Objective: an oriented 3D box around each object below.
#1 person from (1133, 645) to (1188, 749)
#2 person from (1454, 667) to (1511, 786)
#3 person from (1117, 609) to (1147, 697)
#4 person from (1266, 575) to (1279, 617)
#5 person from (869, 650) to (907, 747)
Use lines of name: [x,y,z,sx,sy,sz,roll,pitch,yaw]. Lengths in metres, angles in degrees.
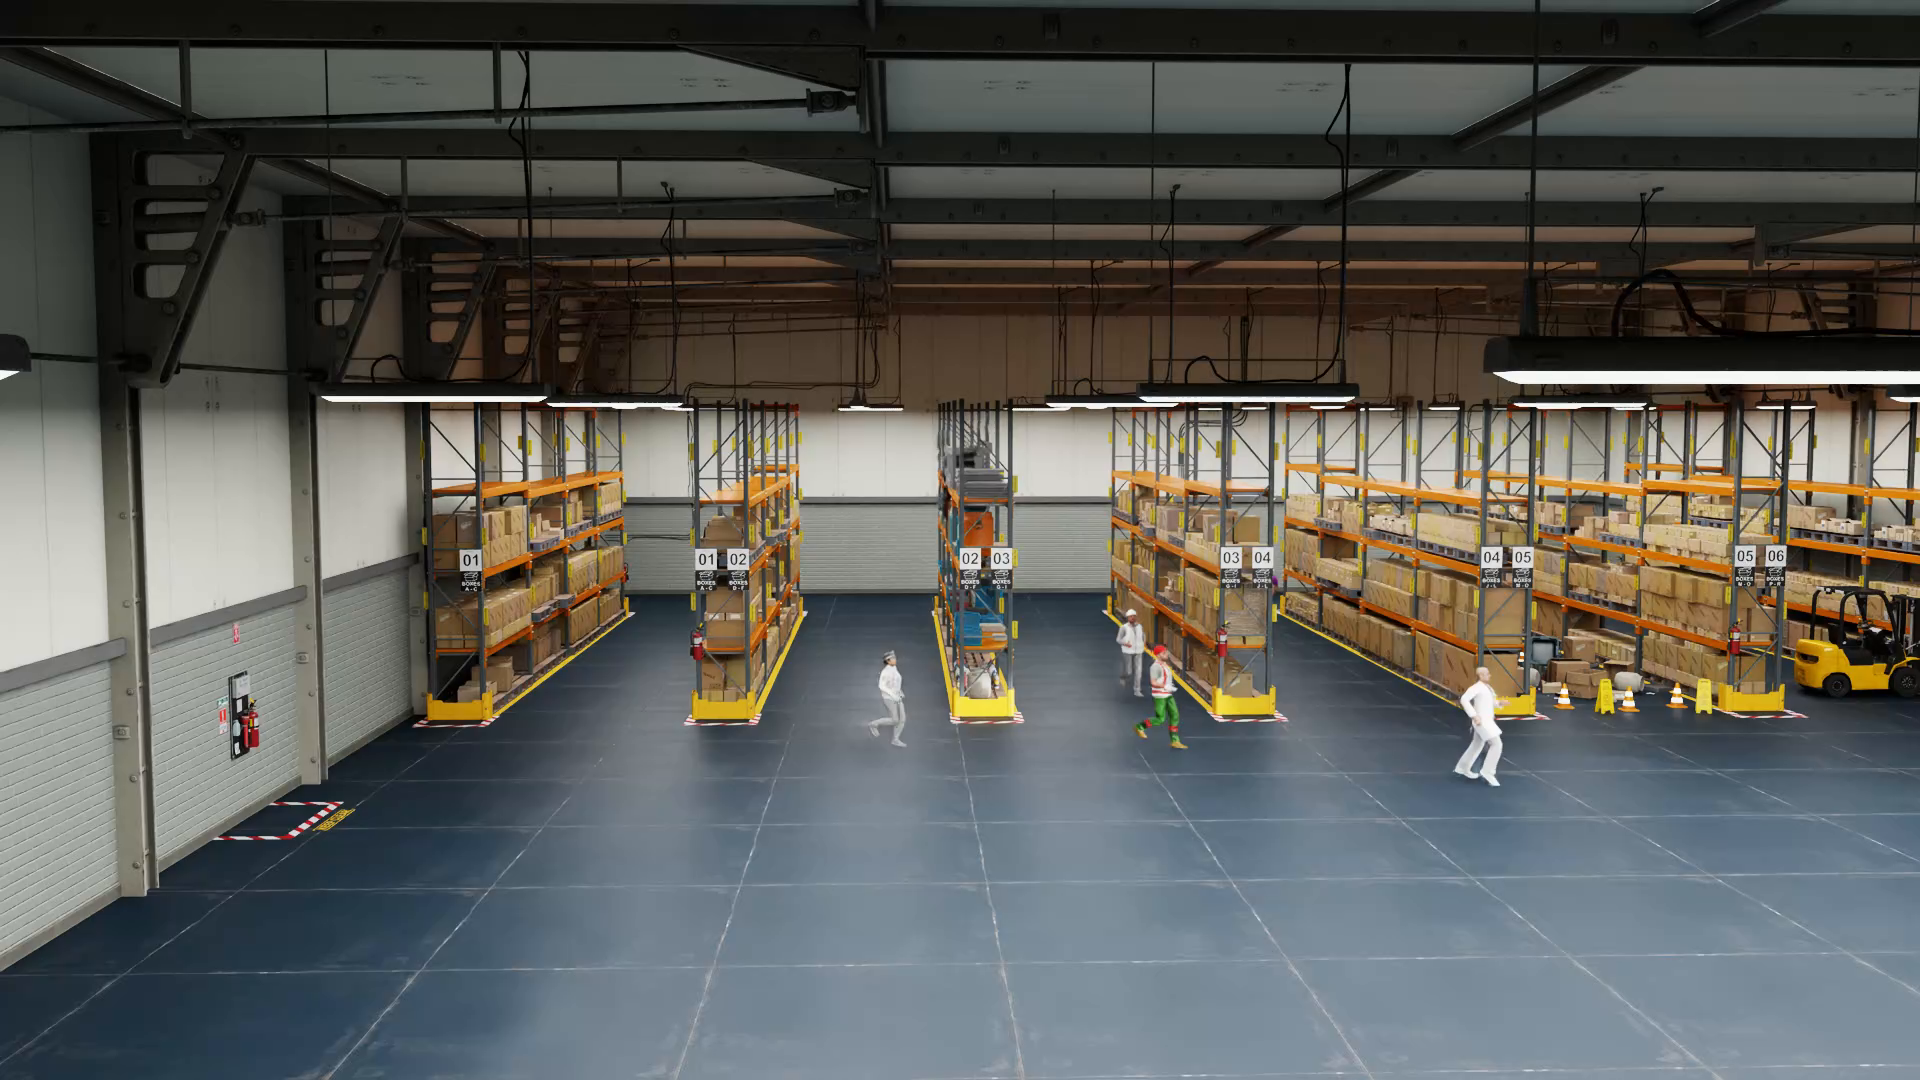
person: [3.453,2.680,28.536,0.957,1.774,0.671,2,5,28]
person: [8.098,2.982,25.784,0.828,1.649,0.669,2,5,23]
person: [3.521,2.280,33.815,0.676,1.741,0.971,-1,4,-14]
person: [8.140,1.500,44.233,0.681,1.729,0.594,0,4,2]
person: [-1.226,2.731,28.708,0.676,1.667,0.625,2,5,19]
